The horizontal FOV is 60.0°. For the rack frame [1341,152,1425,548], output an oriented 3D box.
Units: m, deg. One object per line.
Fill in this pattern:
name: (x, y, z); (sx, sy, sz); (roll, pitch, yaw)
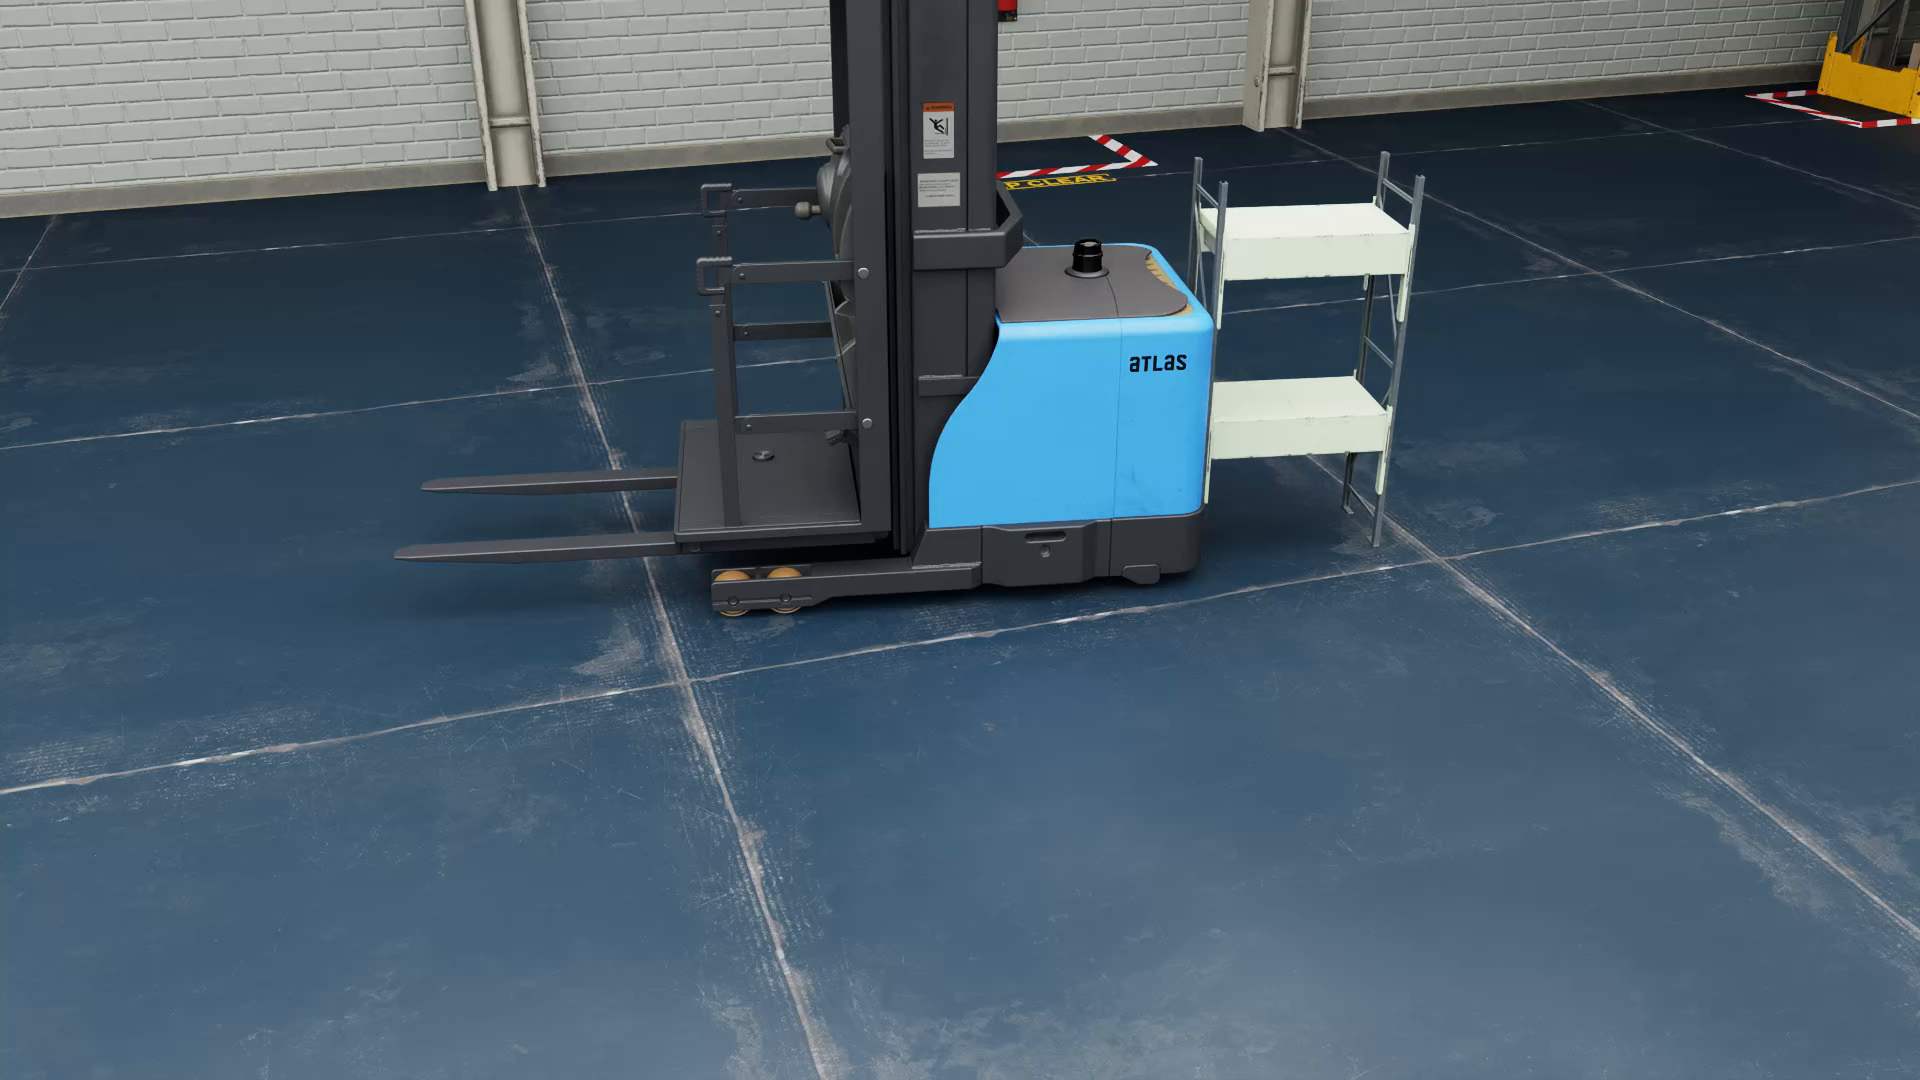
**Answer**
rack frame: (1.650, -0.729, 6.532); (0.023, 1.500, 0.400); (-3, 27, -6)

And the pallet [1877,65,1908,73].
pallet: (8.697, -3.941, 14.450); (1.213, 0.211, 1.003); (-8, 28, -16)

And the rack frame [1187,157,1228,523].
rack frame: (0.923, -0.690, 6.452); (0.023, 1.500, 0.400); (-3, 27, -6)

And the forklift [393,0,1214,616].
forklift: (-0.626, -1.278, 6.029); (3.031, 2.935, 1.130); (-3, 27, -6)

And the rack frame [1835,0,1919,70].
rack frame: (7.841, -5.082, 13.614); (0.127, 3.000, 1.000); (-8, 28, -16)

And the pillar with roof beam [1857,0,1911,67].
pillar with roof beam: (9.572, -6.411, 9.544); (0.400, 9.000, 9.100); (-8, 28, -16)

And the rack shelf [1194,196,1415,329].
rack shelf: (1.287, -1.059, 6.319); (0.720, 0.370, 0.431); (-3, 27, -6)

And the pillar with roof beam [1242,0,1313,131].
pillar with roof beam: (3.867, -5.585, 7.880); (0.400, 9.000, 9.100); (-8, 28, -16)

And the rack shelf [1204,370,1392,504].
rack shelf: (1.287, -0.417, 6.637); (0.720, 0.370, 0.431); (-3, 27, -6)

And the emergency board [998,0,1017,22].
emergency board: (0.172, -4.394, 12.227); (0.643, 1.169, 0.194); (-8, 28, -16)

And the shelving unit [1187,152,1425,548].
shelving unit: (1.287, -0.709, 6.492); (0.755, 1.500, 0.431); (-3, 27, -6)

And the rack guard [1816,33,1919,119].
rack guard: (7.913, -3.973, 14.191); (0.348, 0.500, 1.175); (-8, 28, -16)

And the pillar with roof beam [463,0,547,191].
pillar with roof beam: (-1.838, -4.759, 6.216); (0.400, 9.000, 9.100); (-8, 28, -16)

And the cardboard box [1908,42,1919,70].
cardboard box: (8.527, -4.132, 14.229); (0.500, 0.311, 0.500); (-12, 29, -22)
